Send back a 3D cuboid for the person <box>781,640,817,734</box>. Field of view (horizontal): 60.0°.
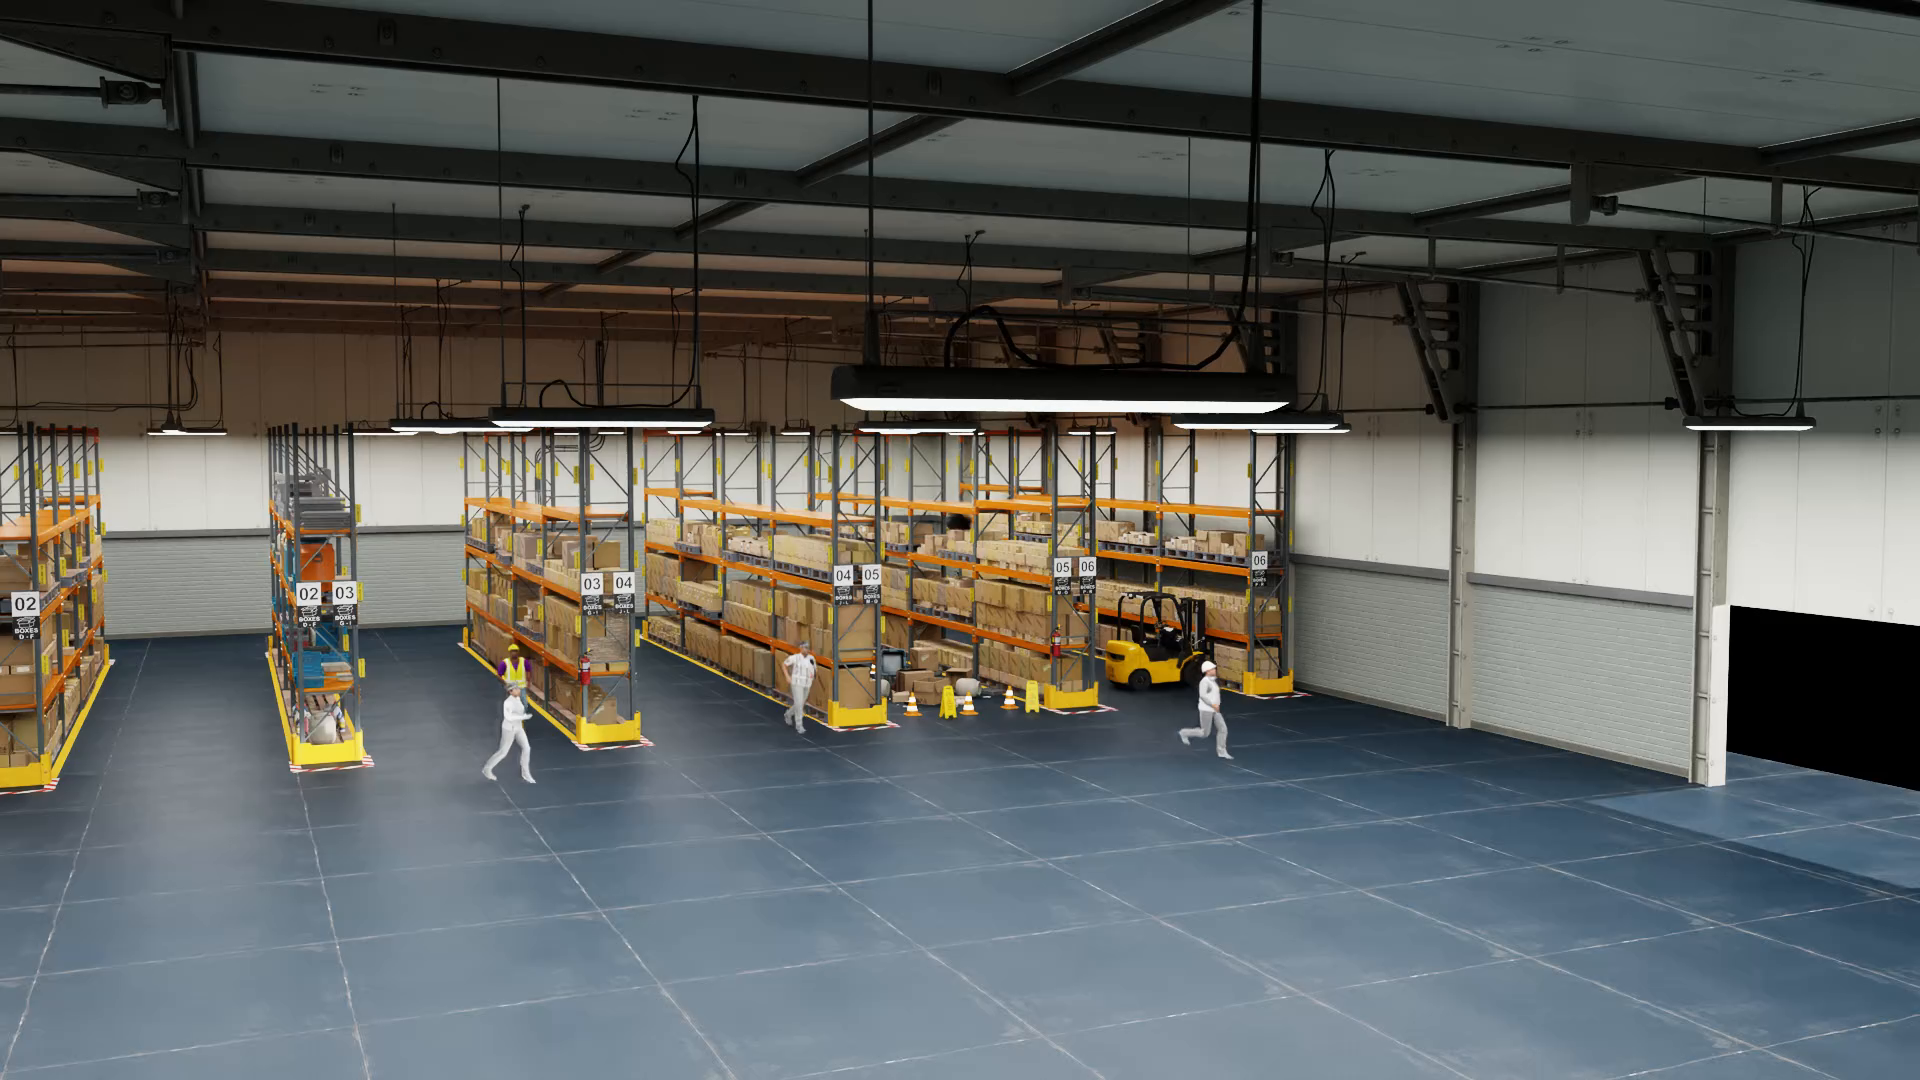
[{"bbox_3d":[-3.115,2.855,32.703,0.703,1.772,0.947,-3,4,-39],"label":"person"}]

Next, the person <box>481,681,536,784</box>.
[{"bbox_3d":[-7.489,3.189,27.637,0.881,1.740,0.624,1,4,13],"label":"person"}]

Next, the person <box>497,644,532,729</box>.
[{"bbox_3d":[-8.627,2.880,32.301,0.674,1.721,0.569,-1,4,-23],"label":"person"}]

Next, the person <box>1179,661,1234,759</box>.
[{"bbox_3d":[4.438,3.052,29.843,0.997,1.759,0.641,2,4,28],"label":"person"}]
